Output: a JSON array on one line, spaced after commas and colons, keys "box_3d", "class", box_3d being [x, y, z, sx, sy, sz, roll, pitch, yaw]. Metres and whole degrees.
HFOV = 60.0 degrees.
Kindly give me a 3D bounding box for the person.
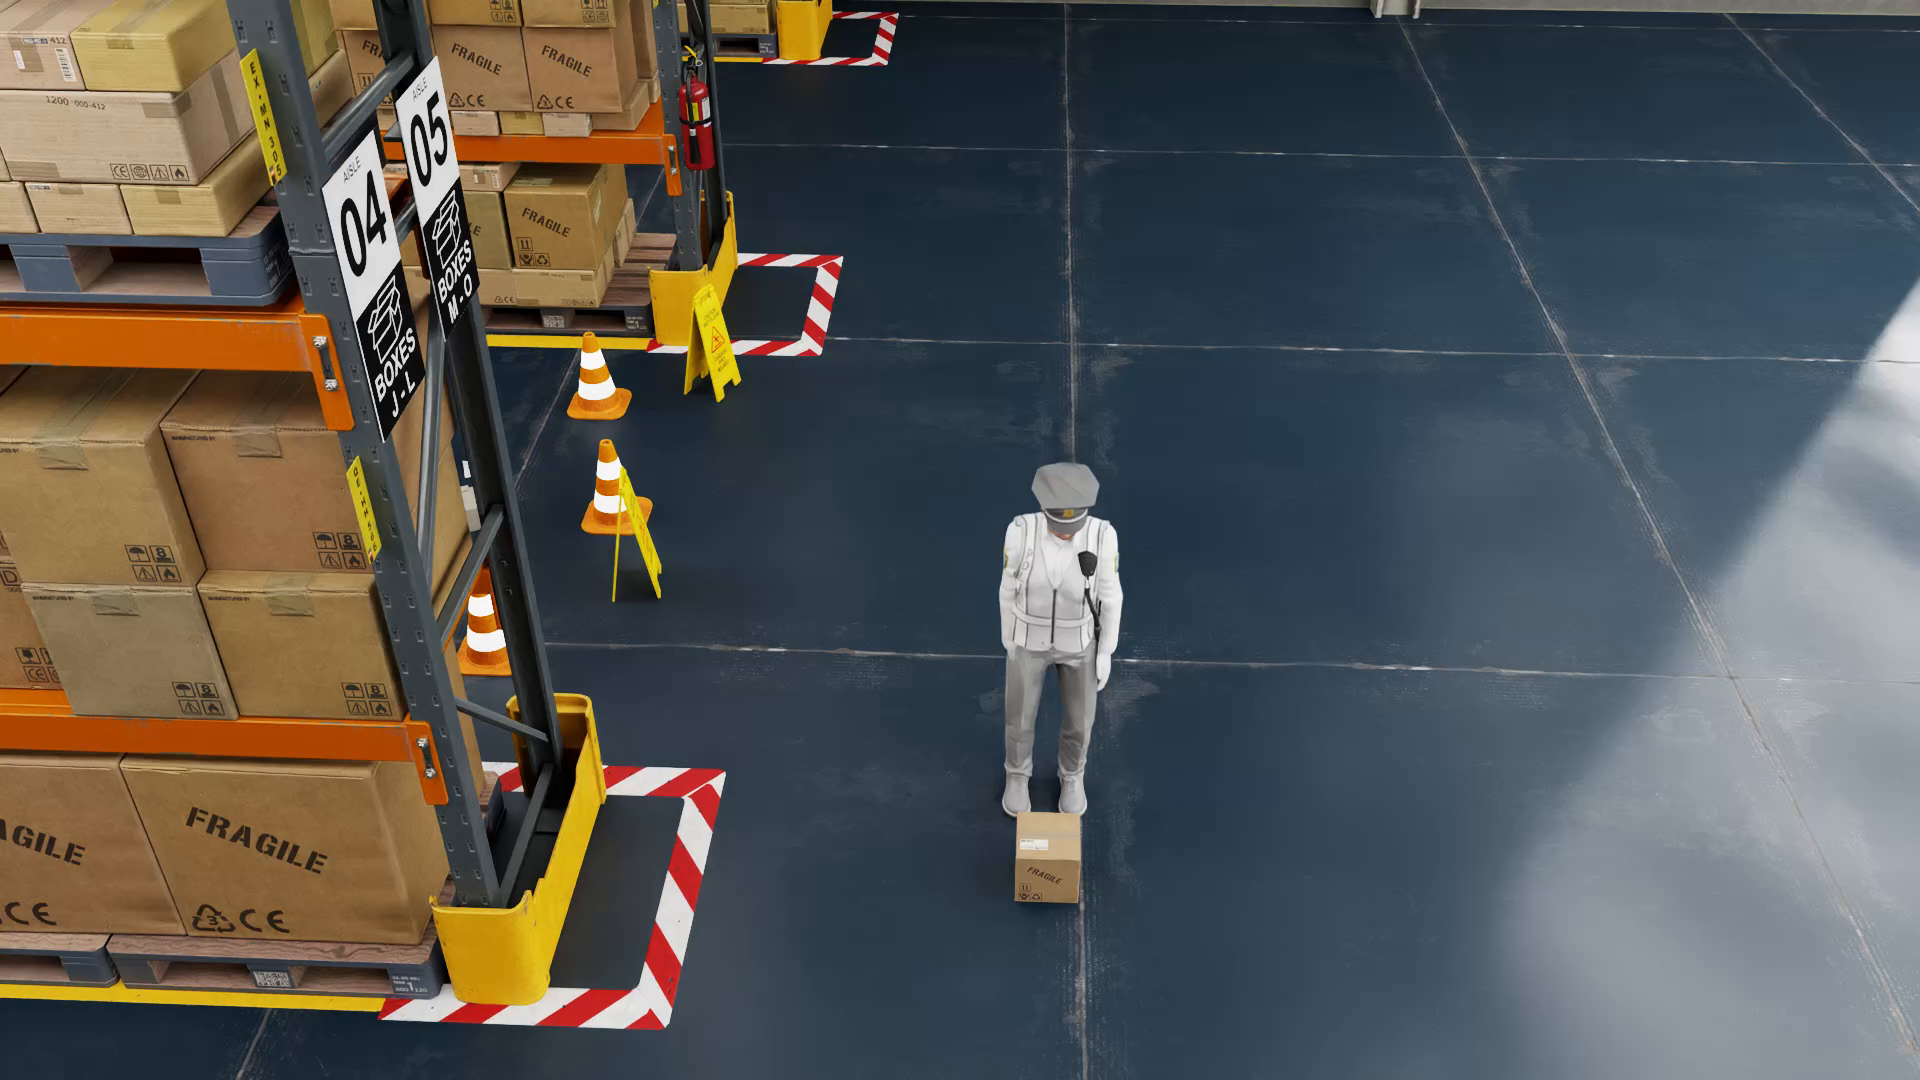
[{"box_3d": [0.388, 0.417, 6.552, 0.479, 1.656, 0.352, 2, 36, 3], "class": "person"}]
